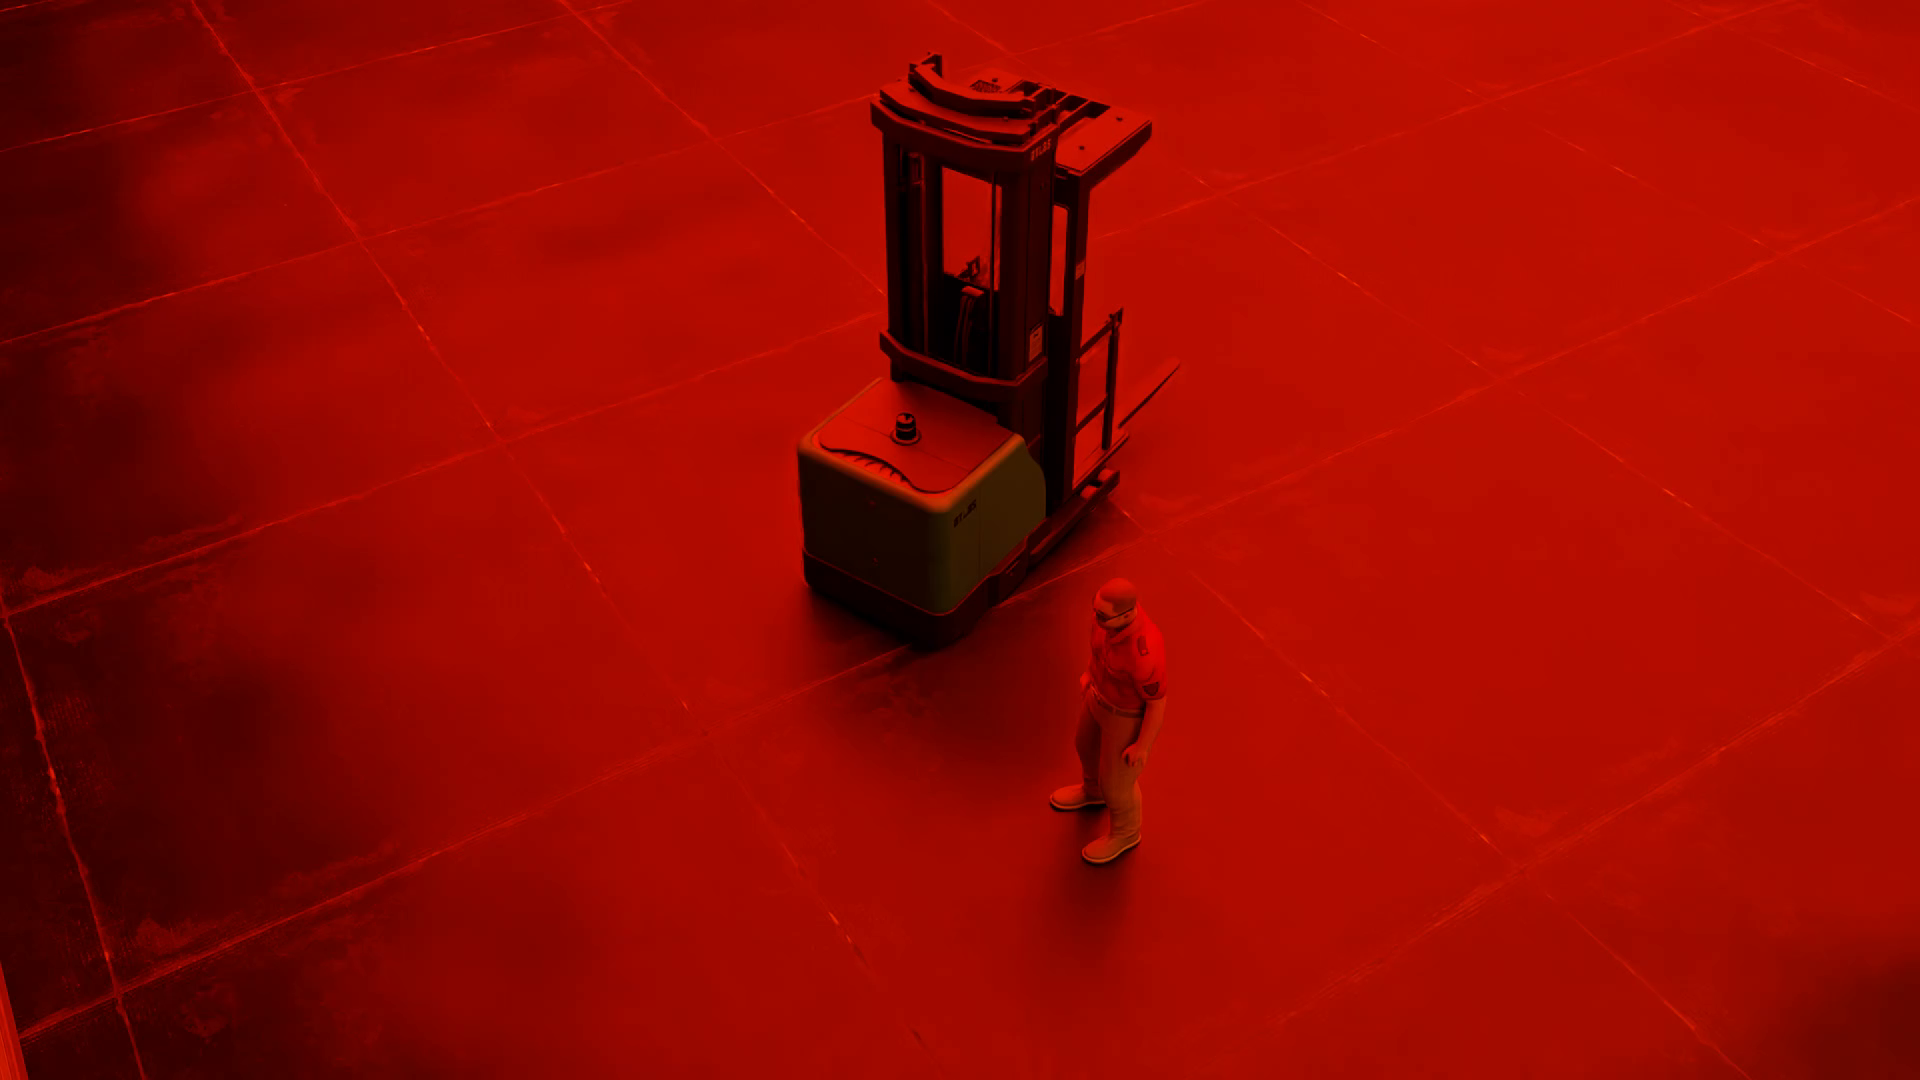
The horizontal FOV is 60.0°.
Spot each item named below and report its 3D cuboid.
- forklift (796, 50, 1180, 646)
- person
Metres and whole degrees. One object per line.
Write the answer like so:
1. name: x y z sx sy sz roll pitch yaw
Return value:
1. forklift: 0.340 -1.442 9.521 1.130 2.935 3.031 25 47 25
2. person: 0.738 0.807 7.863 0.396 1.725 0.589 -15 43 -16
